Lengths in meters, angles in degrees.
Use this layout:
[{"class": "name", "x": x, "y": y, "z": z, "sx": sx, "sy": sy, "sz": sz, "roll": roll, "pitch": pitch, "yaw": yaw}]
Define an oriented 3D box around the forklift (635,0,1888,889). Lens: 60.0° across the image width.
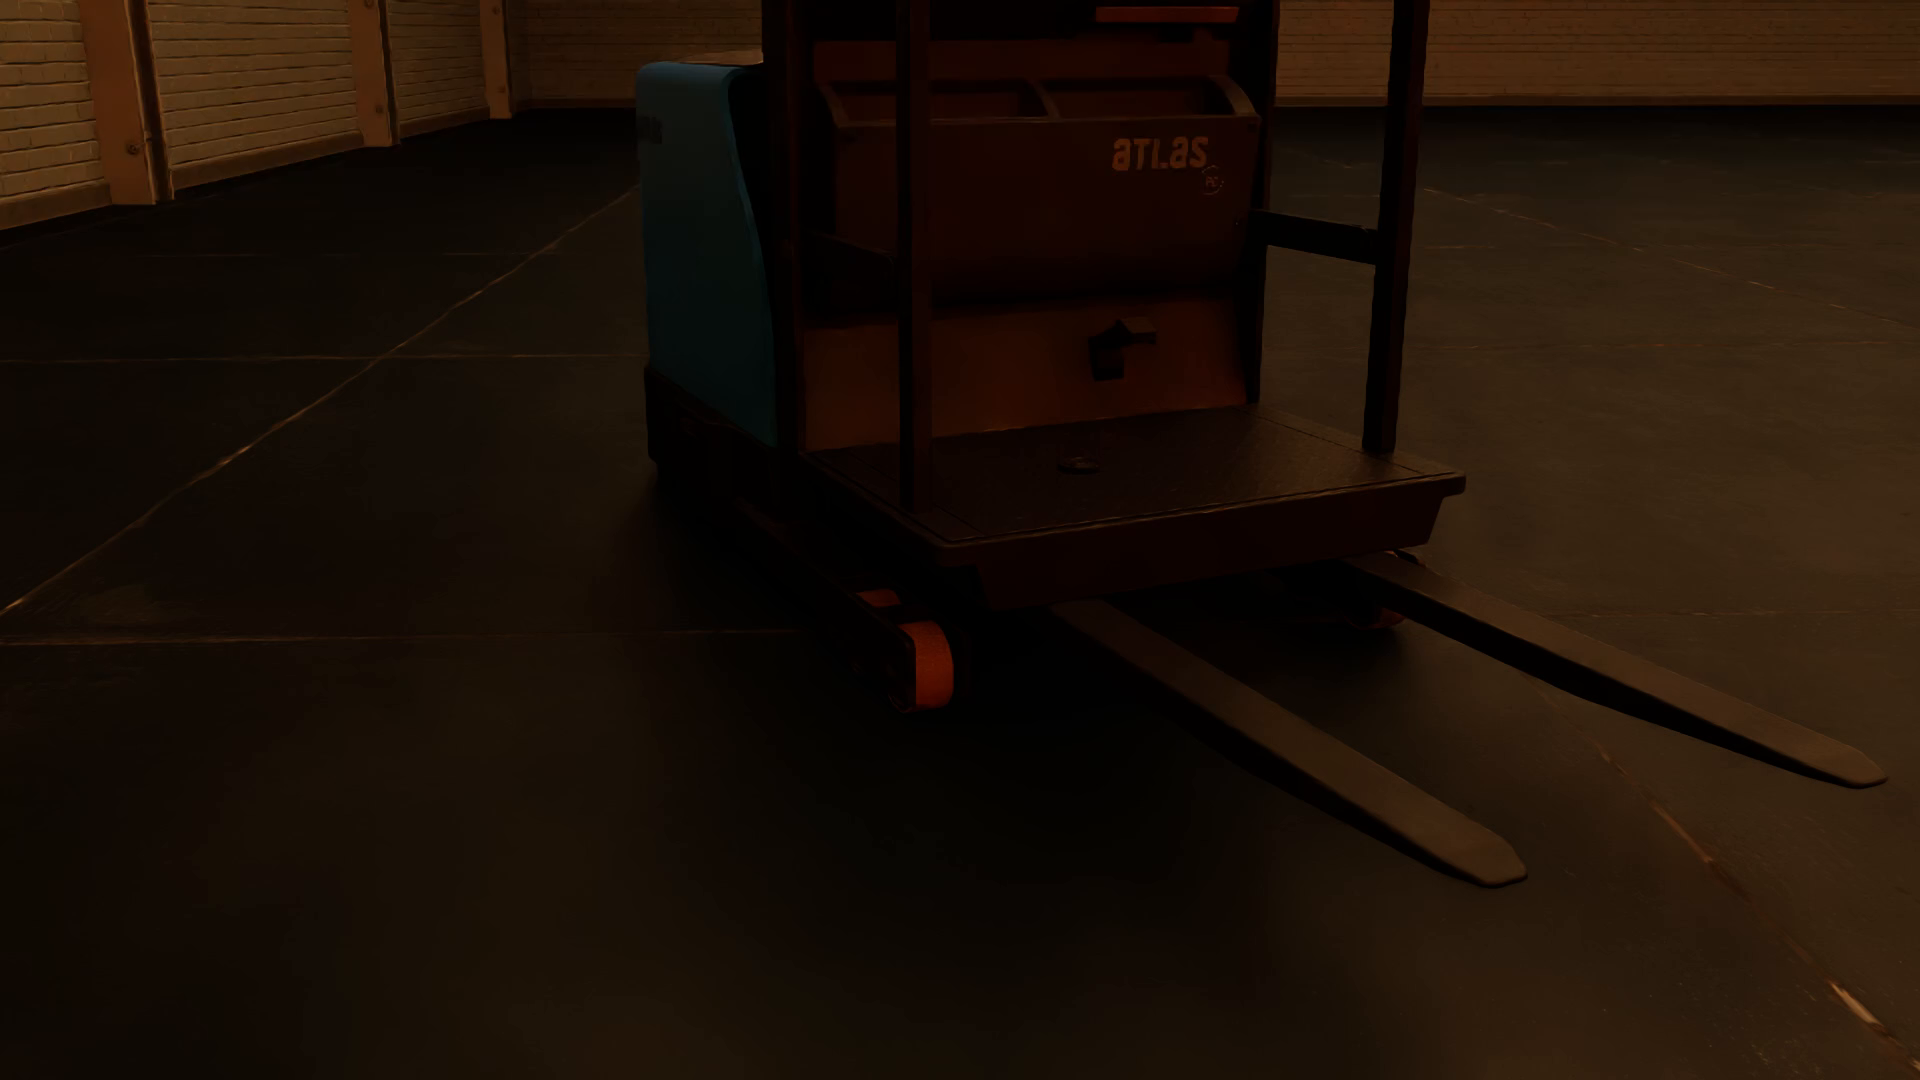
[{"class": "forklift", "x": 0.258, "y": -1.240, "z": 2.962, "sx": 1.130, "sy": 2.935, "sz": 3.031, "roll": -8, "pitch": 19, "yaw": -24}]
